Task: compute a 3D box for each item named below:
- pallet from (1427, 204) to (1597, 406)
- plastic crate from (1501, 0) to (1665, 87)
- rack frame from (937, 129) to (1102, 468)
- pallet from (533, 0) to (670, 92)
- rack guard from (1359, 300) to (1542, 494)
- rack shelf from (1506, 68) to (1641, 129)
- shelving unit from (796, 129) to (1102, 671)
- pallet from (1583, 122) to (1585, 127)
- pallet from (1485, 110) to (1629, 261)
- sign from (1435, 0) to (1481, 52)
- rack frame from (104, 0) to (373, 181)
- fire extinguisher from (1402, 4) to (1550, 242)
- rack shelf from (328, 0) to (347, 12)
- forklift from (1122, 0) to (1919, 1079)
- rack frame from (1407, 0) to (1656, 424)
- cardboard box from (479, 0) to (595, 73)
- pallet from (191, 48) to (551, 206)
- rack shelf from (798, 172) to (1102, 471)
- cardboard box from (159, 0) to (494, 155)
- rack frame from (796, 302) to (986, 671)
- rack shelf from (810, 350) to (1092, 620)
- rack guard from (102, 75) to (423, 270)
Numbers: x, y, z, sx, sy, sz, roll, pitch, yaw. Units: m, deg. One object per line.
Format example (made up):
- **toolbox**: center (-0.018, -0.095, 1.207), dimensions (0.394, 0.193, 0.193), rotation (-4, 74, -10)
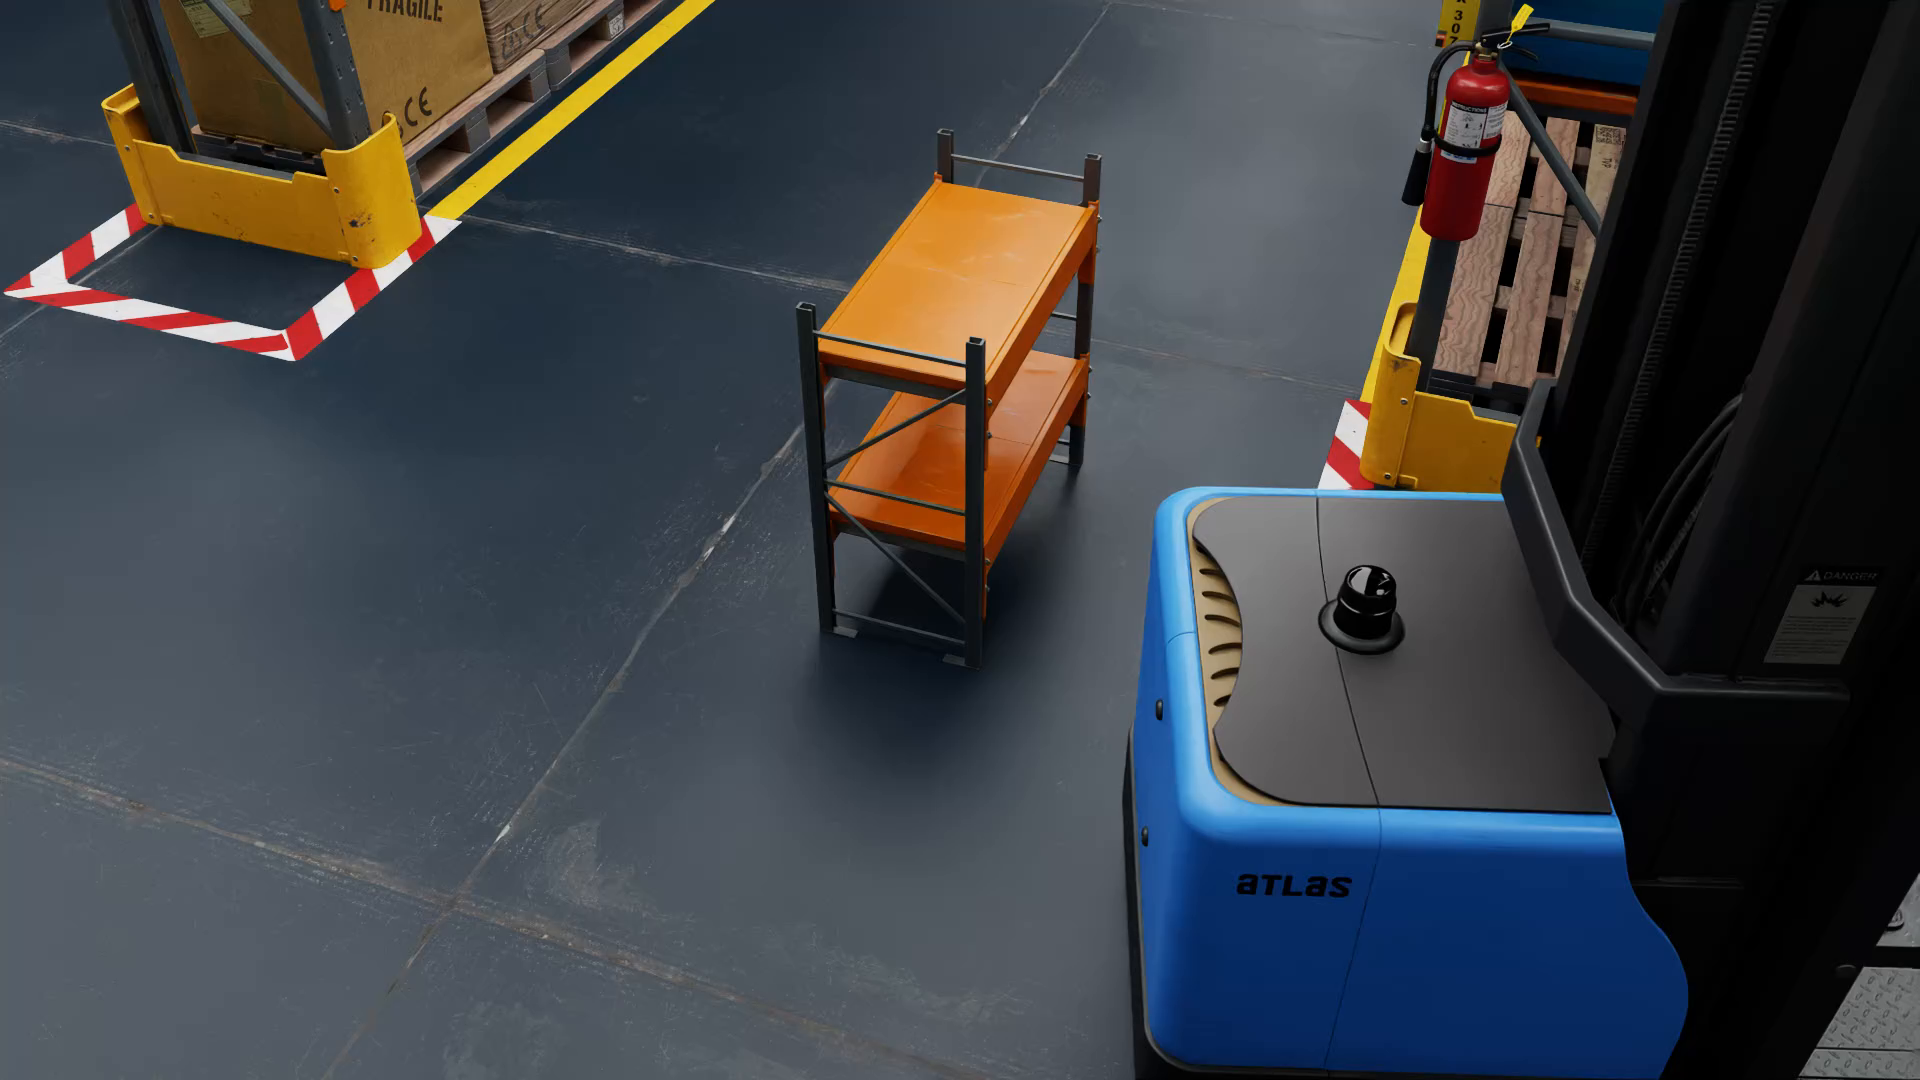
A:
- **pallet**: center (2.229, -0.767, 5.986), dimensions (1.003, 0.211, 1.213), rotation (13, 42, 15)
- **plastic crate**: center (1.850, -1.615, 4.759), dimensions (0.616, 0.435, 0.499), rotation (13, 42, 15)
- **rack frame**: center (0.172, -0.734, 5.243), dimensions (0.500, 1.125, 0.032), rotation (13, 42, 15)
- **pallet**: center (-2.125, -2.619, 8.157), dimensions (1.003, 0.211, 1.213), rotation (13, 42, 15)
- **rack guard**: center (1.915, -0.365, 5.293), dimensions (1.175, 0.500, 0.348), rotation (13, 42, 15)
- **rack shelf**: center (2.595, -2.280, 6.165), dimensions (1.077, 0.370, 4.000), rotation (13, 42, 15)
- **shelving unit**: center (-0.002, -0.424, 4.880), dimensions (0.538, 1.125, 1.048), rotation (13, 42, 15)
- **pallet**: center (3.063, -2.255, 7.731), dimensions (1.003, 0.211, 1.213), rotation (13, 42, 15)
- **pallet**: center (2.648, -1.509, 6.856), dimensions (1.003, 0.211, 1.213), rotation (13, 42, 15)
- **sign**: center (1.388, -1.508, 4.580), dimensions (0.100, 0.325, 0.005), rotation (13, 42, 15)
- **rack frame**: center (-2.744, -2.433, 5.790), dimensions (1.000, 3.000, 0.127), rotation (13, 42, 15)
- **fire extinguisher**: center (1.432, -1.171, 4.658), dimensions (0.296, 0.674, 0.183), rotation (13, 42, 15)
- **rack shelf**: center (-2.060, -3.379, 7.454), dimensions (1.077, 0.370, 4.000), rotation (13, 42, 15)
- **forklift**: center (1.922, -0.075, 3.080), dimensions (3.031, 2.935, 1.130), rotation (1, 40, 2)
- **rack frame**: center (1.911, -1.334, 4.502), dimensions (1.000, 3.000, 0.127), rotation (13, 42, 15)
- **cardboard box**: center (-2.289, -2.747, 7.473), dimensions (0.875, 0.875, 0.875), rotation (13, 42, 15)
- **pallet**: center (-2.544, -1.877, 7.287), dimensions (1.003, 0.211, 1.213), rotation (13, 42, 15)
- **rack shelf**: center (-0.002, -0.646, 4.690), dimensions (0.538, 0.278, 1.000), rotation (13, 42, 15)
- **cardboard box**: center (-2.600, -2.192, 6.822), dimensions (0.875, 0.875, 0.875), rotation (13, 42, 15)
- **rack frame**: center (-0.176, -0.114, 4.517), dimensions (0.500, 1.125, 0.032), rotation (13, 42, 15)
- **rack shelf**: center (-0.002, -0.238, 5.039), dimensions (0.538, 0.278, 1.000), rotation (13, 42, 15)
- **rack guard**: center (-2.752, -1.467, 6.585), dimensions (1.175, 0.500, 0.348), rotation (13, 42, 15)
